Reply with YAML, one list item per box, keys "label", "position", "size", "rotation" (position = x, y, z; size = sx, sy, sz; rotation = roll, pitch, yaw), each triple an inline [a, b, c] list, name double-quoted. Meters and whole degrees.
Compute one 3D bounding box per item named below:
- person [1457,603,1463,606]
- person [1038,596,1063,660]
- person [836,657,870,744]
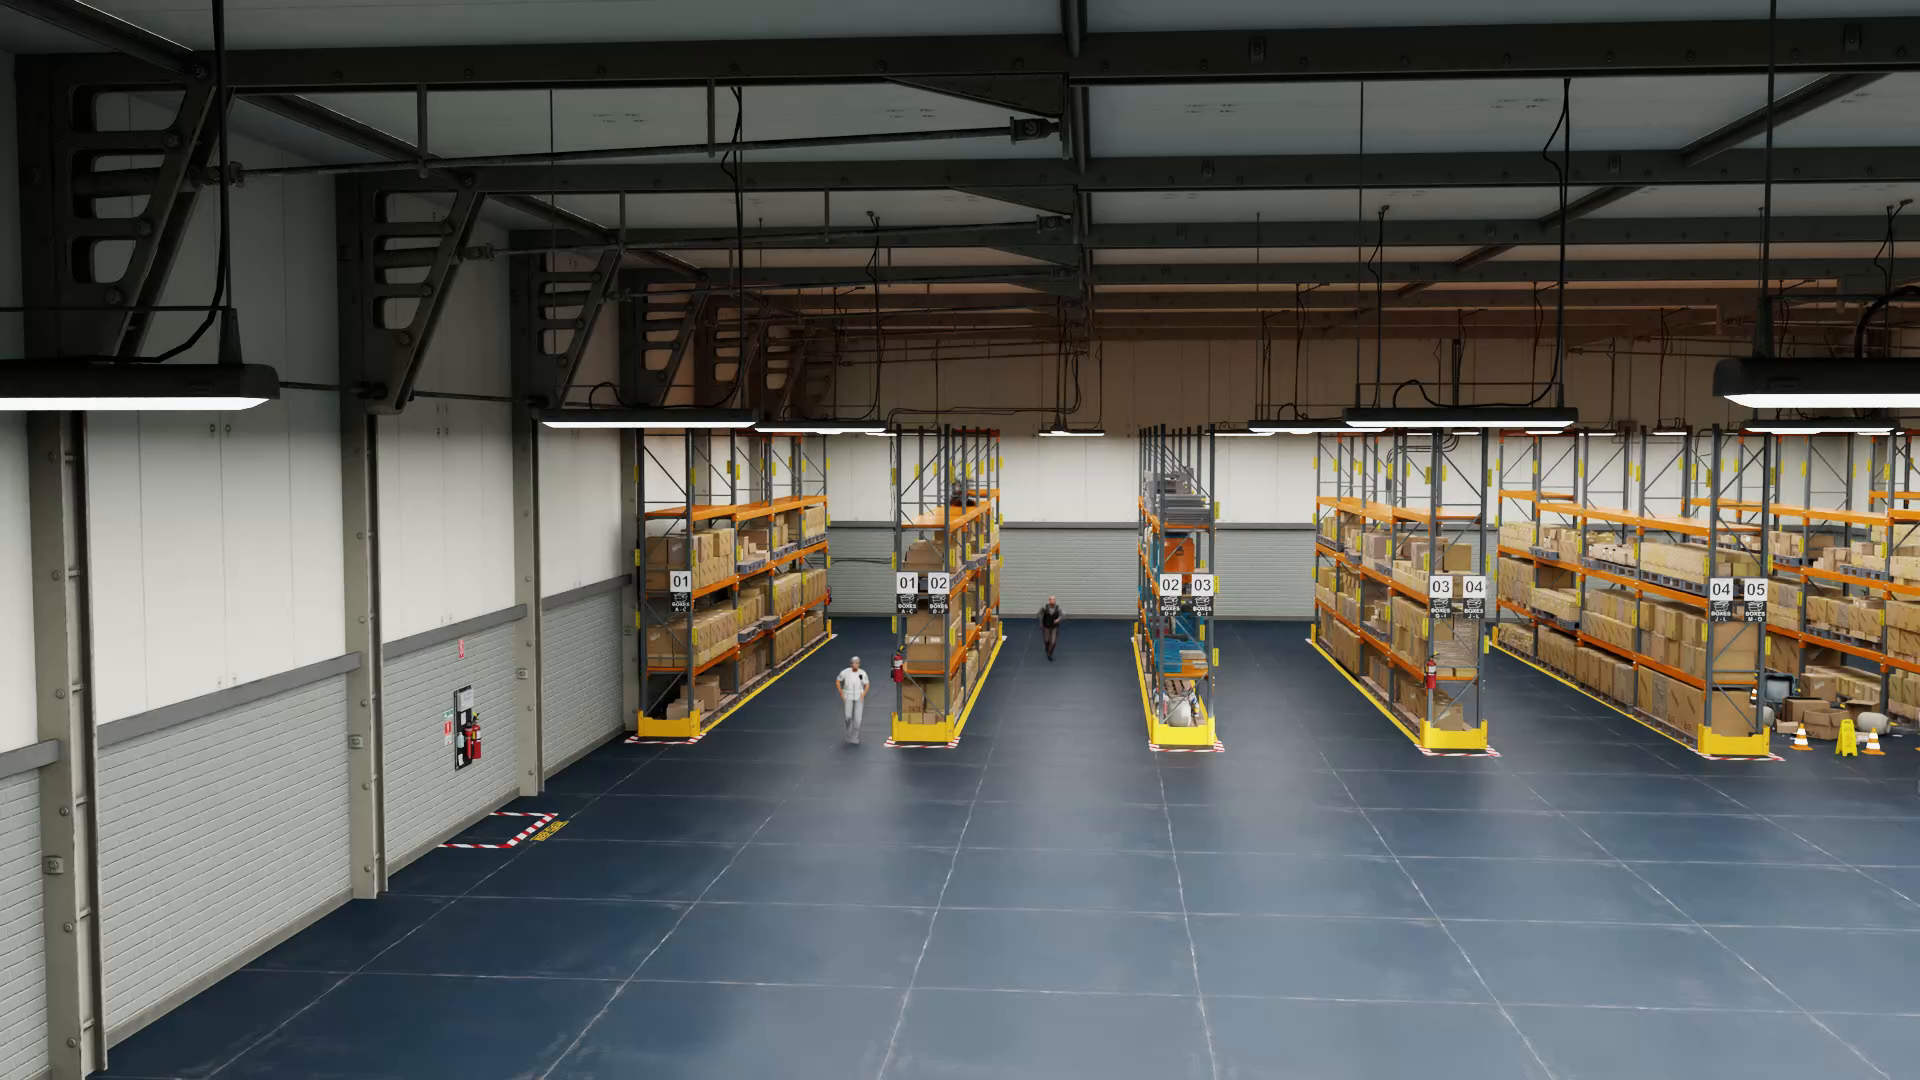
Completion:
- label: "person"
  position: [13.893, 2.036, 46.941]
  size: [0.852, 1.667, 0.630]
  rotation: [3, 4, 37]
- label: "person"
  position: [2.344, 2.278, 42.965]
  size: [0.654, 1.675, 0.629]
  rotation: [0, 3, 1]
- label: "person"
  position: [-1.999, 3.003, 31.208]
  size: [0.625, 1.636, 0.600]
  rotation: [-1, 4, -10]
